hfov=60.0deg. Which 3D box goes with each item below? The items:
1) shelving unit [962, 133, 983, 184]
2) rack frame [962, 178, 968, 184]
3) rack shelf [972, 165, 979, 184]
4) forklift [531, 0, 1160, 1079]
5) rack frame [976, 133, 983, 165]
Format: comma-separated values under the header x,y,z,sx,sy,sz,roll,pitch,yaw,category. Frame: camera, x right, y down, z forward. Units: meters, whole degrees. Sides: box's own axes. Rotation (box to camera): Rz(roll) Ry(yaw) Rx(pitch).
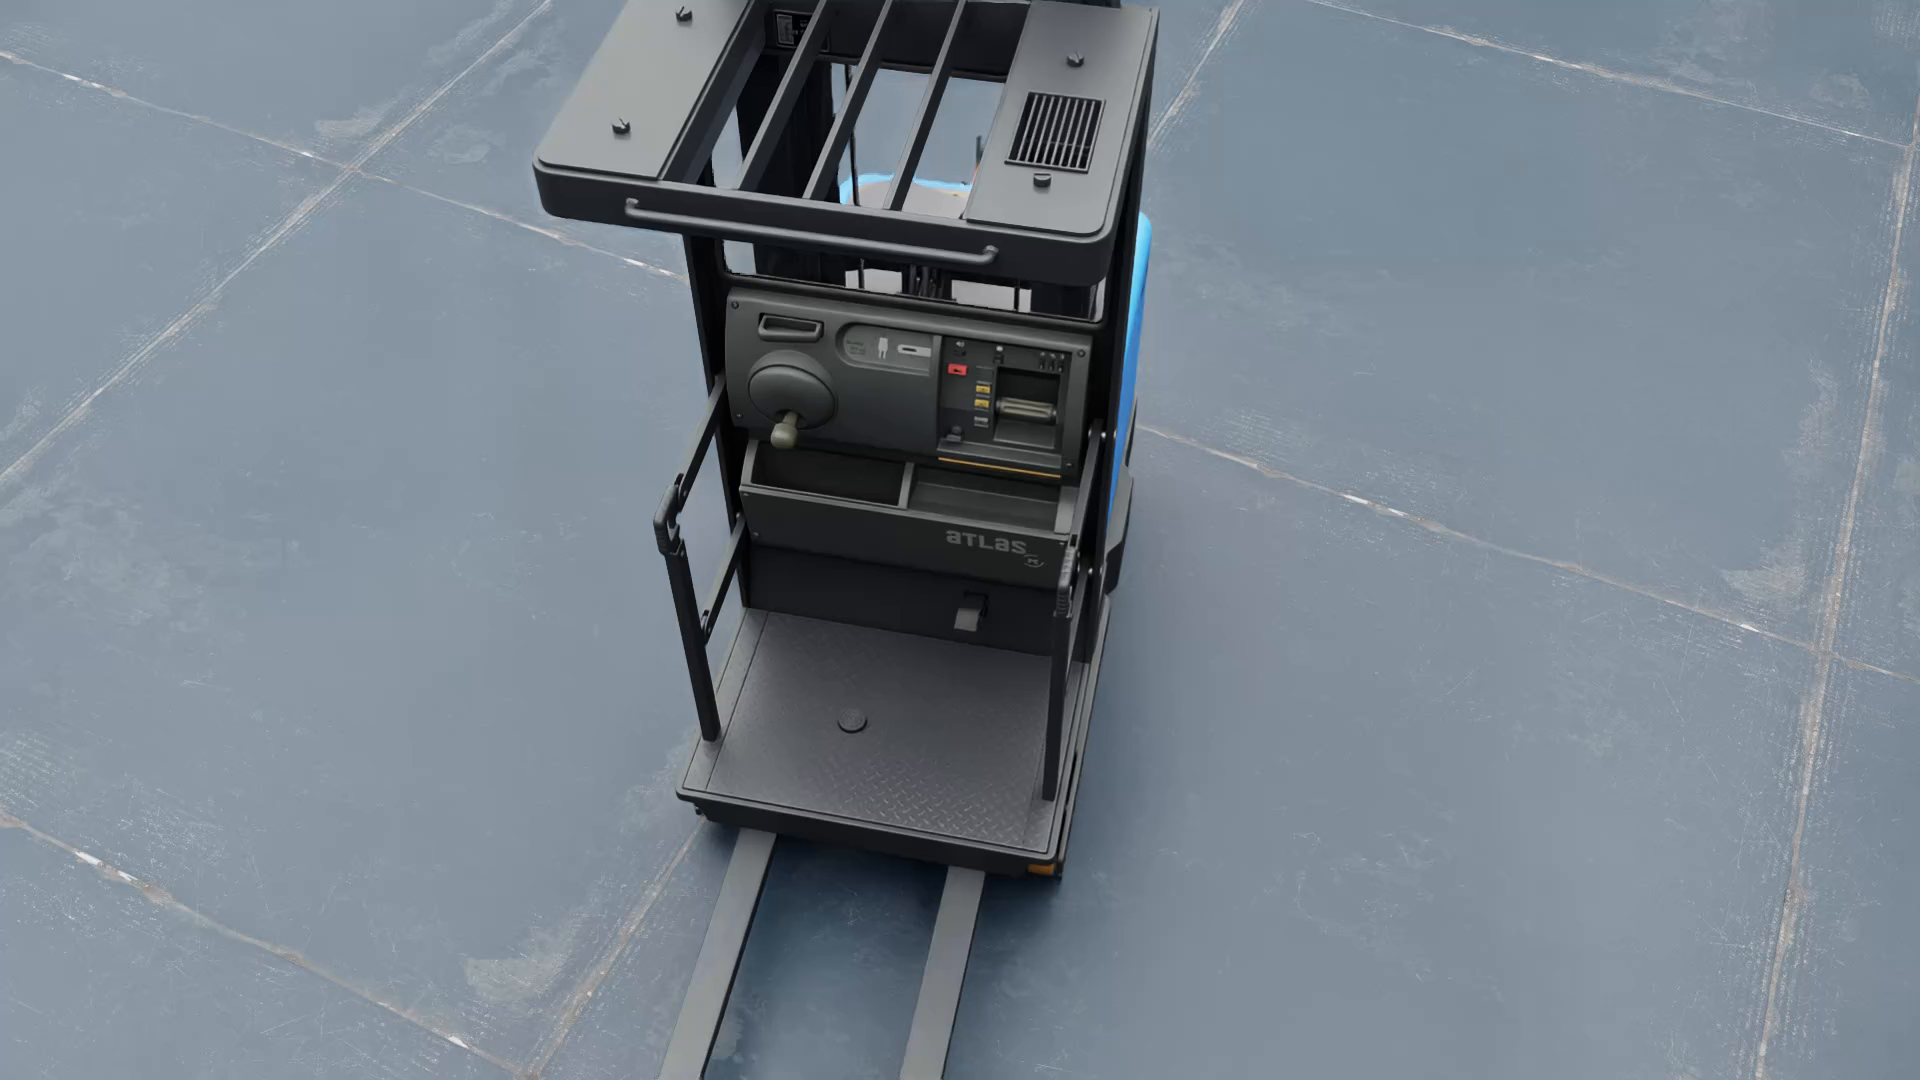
x,y,z,sx,sy,sz,roll,pitch,yaw,category
0.129,-0.901,5.827,0.215,1.050,0.252,9,50,7,shelving unit
0.105,-0.810,5.750,0.200,1.050,0.008,9,50,7,rack frame
0.129,-1.078,5.619,0.215,0.259,0.240,9,50,7,rack shelf
-0.180,-0.280,4.064,1.130,2.935,3.031,9,50,7,forklift
0.154,-0.992,5.905,0.200,1.050,0.008,9,50,7,rack frame
